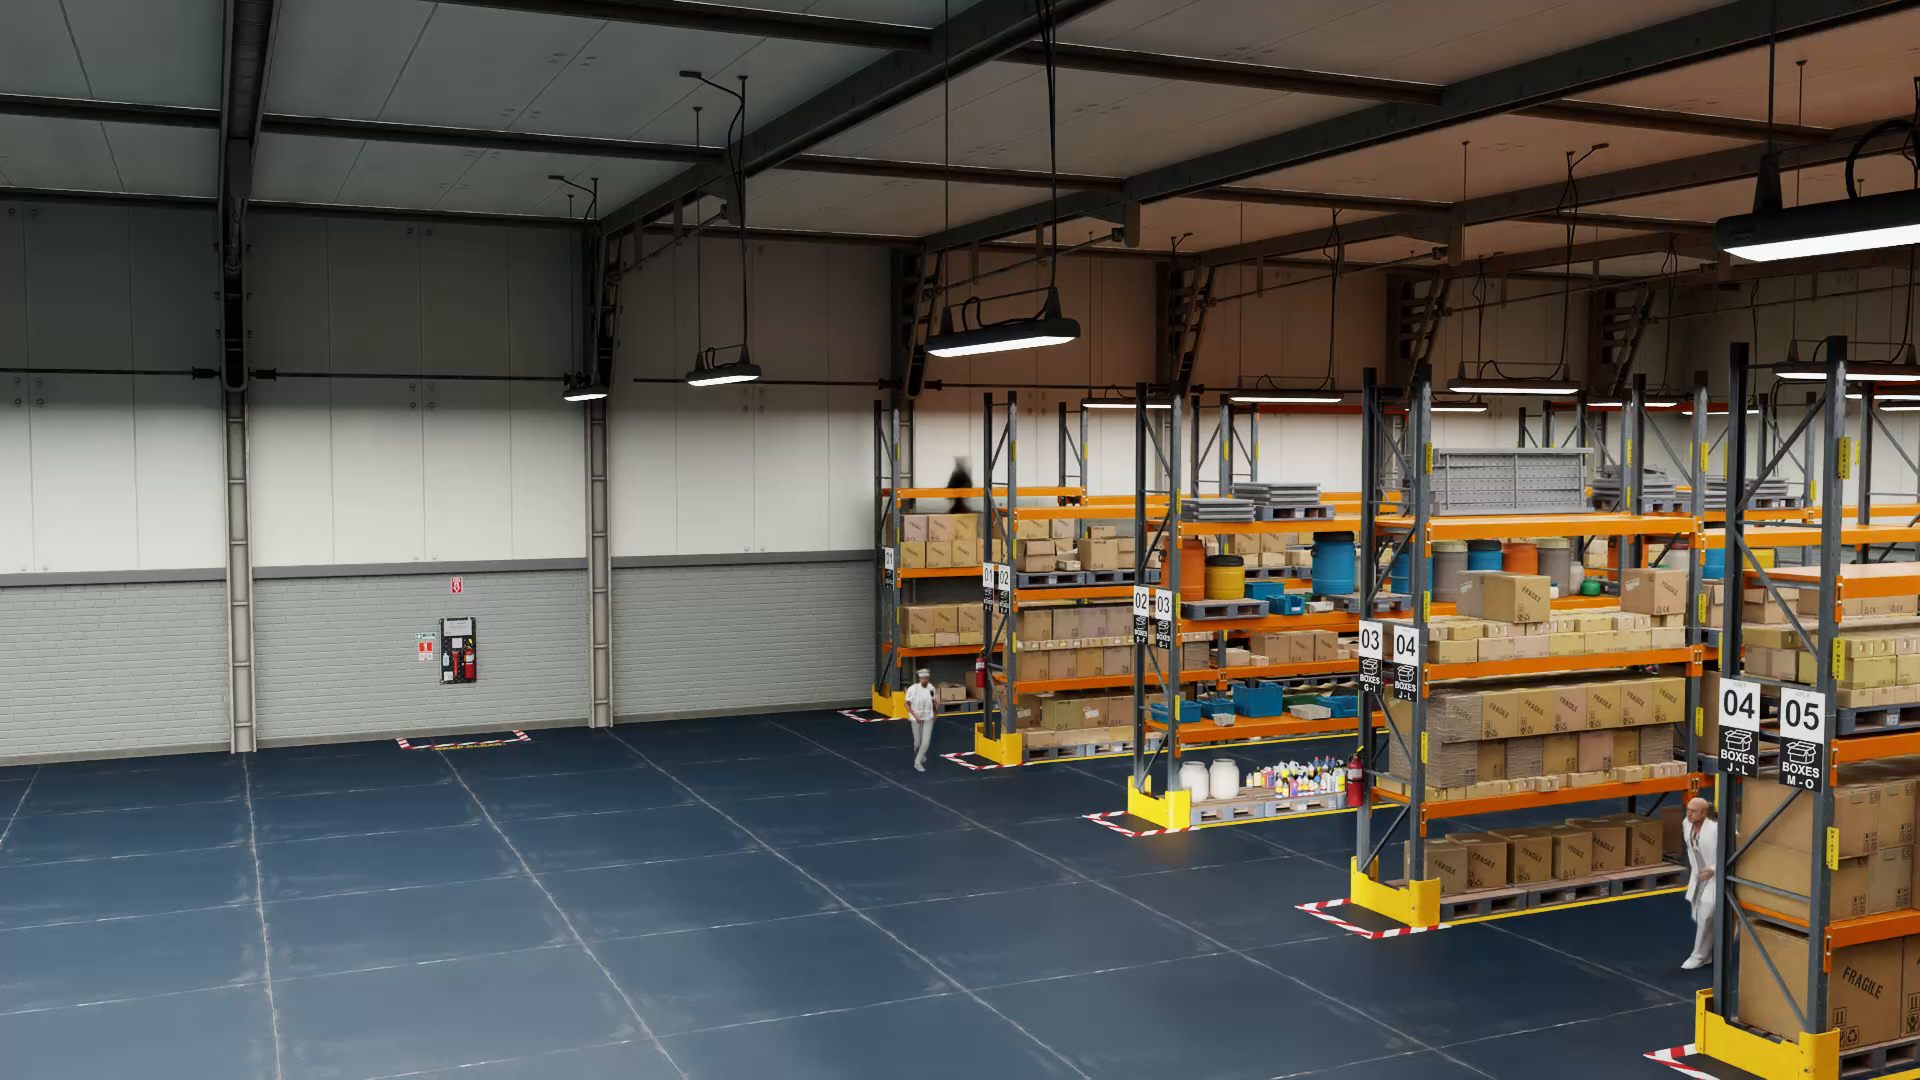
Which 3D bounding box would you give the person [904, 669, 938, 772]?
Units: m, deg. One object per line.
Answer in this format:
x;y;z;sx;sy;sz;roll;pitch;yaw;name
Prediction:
-0.624;2.821;26.371;0.563;1.636;0.614;-1;3;-12;person

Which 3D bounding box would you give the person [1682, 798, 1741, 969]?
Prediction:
7.481;3.374;16.438;0.840;1.723;0.699;-2;4;-32;person
